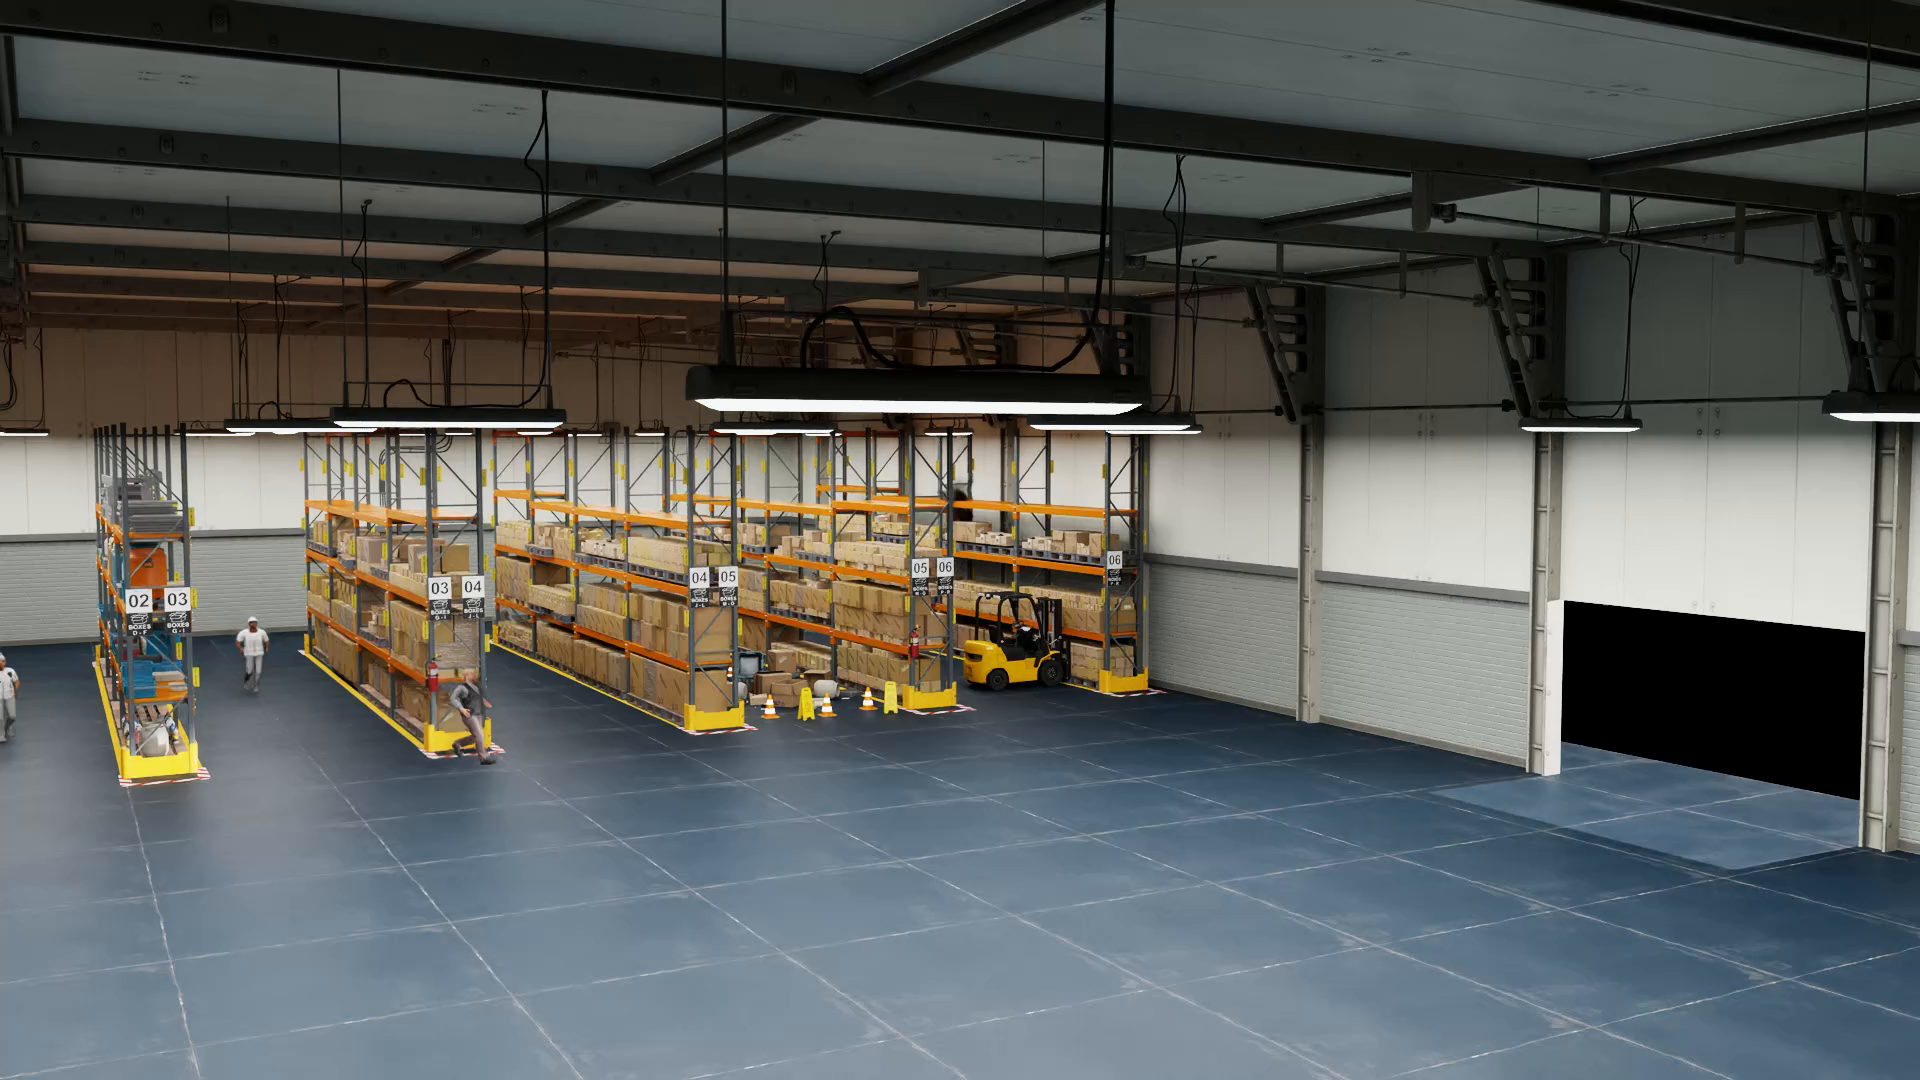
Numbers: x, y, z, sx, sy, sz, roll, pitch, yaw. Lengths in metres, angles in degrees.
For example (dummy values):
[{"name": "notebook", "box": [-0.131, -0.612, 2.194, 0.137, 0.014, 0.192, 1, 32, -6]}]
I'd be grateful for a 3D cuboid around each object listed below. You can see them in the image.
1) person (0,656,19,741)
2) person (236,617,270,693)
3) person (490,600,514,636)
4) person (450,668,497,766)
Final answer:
[{"name": "person", "box": [-18.130, 3.002, 31.502, 0.600, 1.620, 0.561, -3, 4, -37]}, {"name": "person", "box": [-15.917, 2.593, 37.491, 0.699, 1.718, 0.595, -2, 4, -32]}, {"name": "person", "box": [-13.224, 2.000, 48.263, 0.863, 1.652, 0.704, -1, 4, -12]}, {"name": "person", "box": [-8.543, 3.096, 29.181, 0.946, 1.686, 0.668, 1, 4, 18]}]
